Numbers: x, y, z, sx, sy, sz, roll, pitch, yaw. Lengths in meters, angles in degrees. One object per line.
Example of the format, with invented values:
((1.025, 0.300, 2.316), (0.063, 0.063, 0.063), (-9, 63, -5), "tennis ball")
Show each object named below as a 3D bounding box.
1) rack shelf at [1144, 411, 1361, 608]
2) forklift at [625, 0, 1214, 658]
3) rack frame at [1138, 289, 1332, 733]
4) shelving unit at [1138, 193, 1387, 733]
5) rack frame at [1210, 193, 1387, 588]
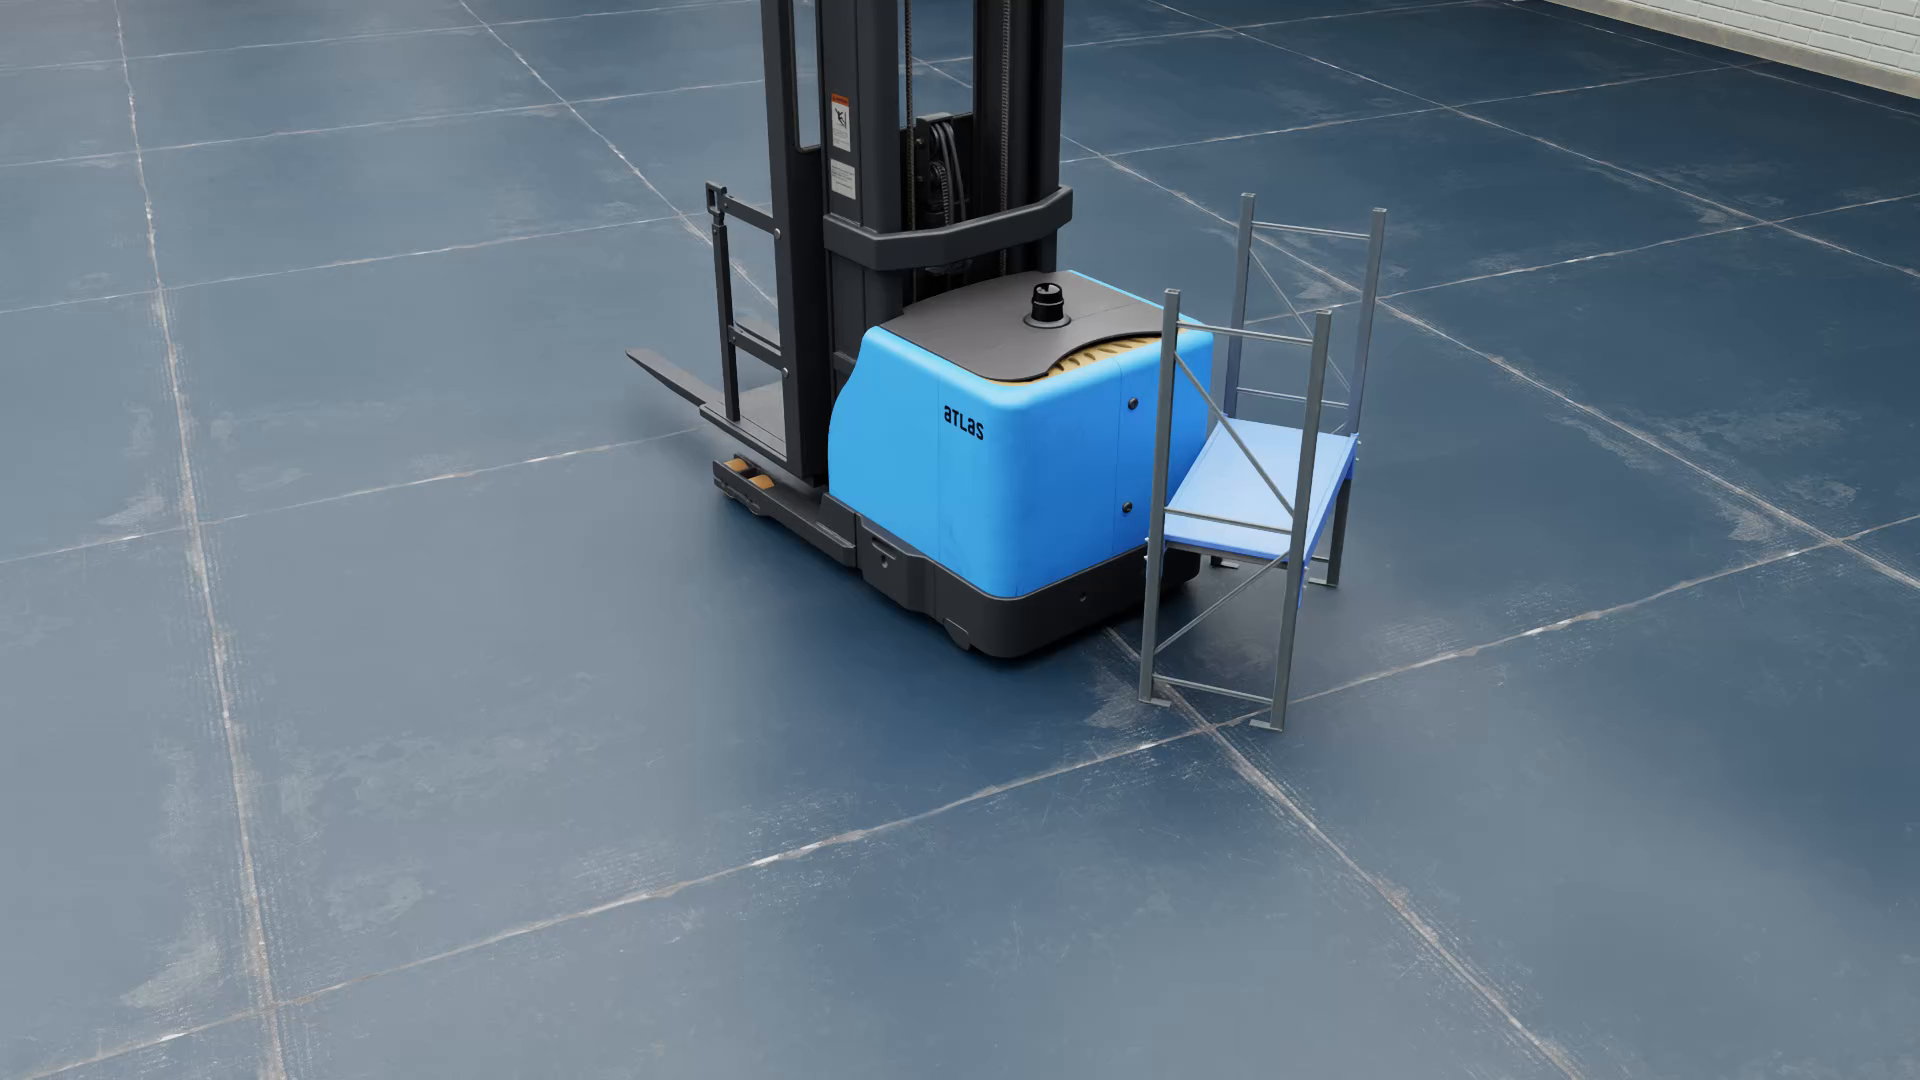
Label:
((1.041, -0.131, 5.819), (0.538, 0.185, 1.000), (11, 31, 19), "rack shelf")
((-0.390, -1.517, 6.458), (1.130, 2.935, 3.031), (-21, 36, -33), "forklift")
((0.855, -0.057, 5.318), (0.500, 1.500, 0.032), (11, 31, 19), "rack frame")
((1.041, -0.288, 5.731), (0.538, 1.500, 1.048), (11, 31, 19), "shelving unit")
((1.228, -0.520, 6.143), (0.500, 1.500, 0.032), (11, 31, 19), "rack frame")
